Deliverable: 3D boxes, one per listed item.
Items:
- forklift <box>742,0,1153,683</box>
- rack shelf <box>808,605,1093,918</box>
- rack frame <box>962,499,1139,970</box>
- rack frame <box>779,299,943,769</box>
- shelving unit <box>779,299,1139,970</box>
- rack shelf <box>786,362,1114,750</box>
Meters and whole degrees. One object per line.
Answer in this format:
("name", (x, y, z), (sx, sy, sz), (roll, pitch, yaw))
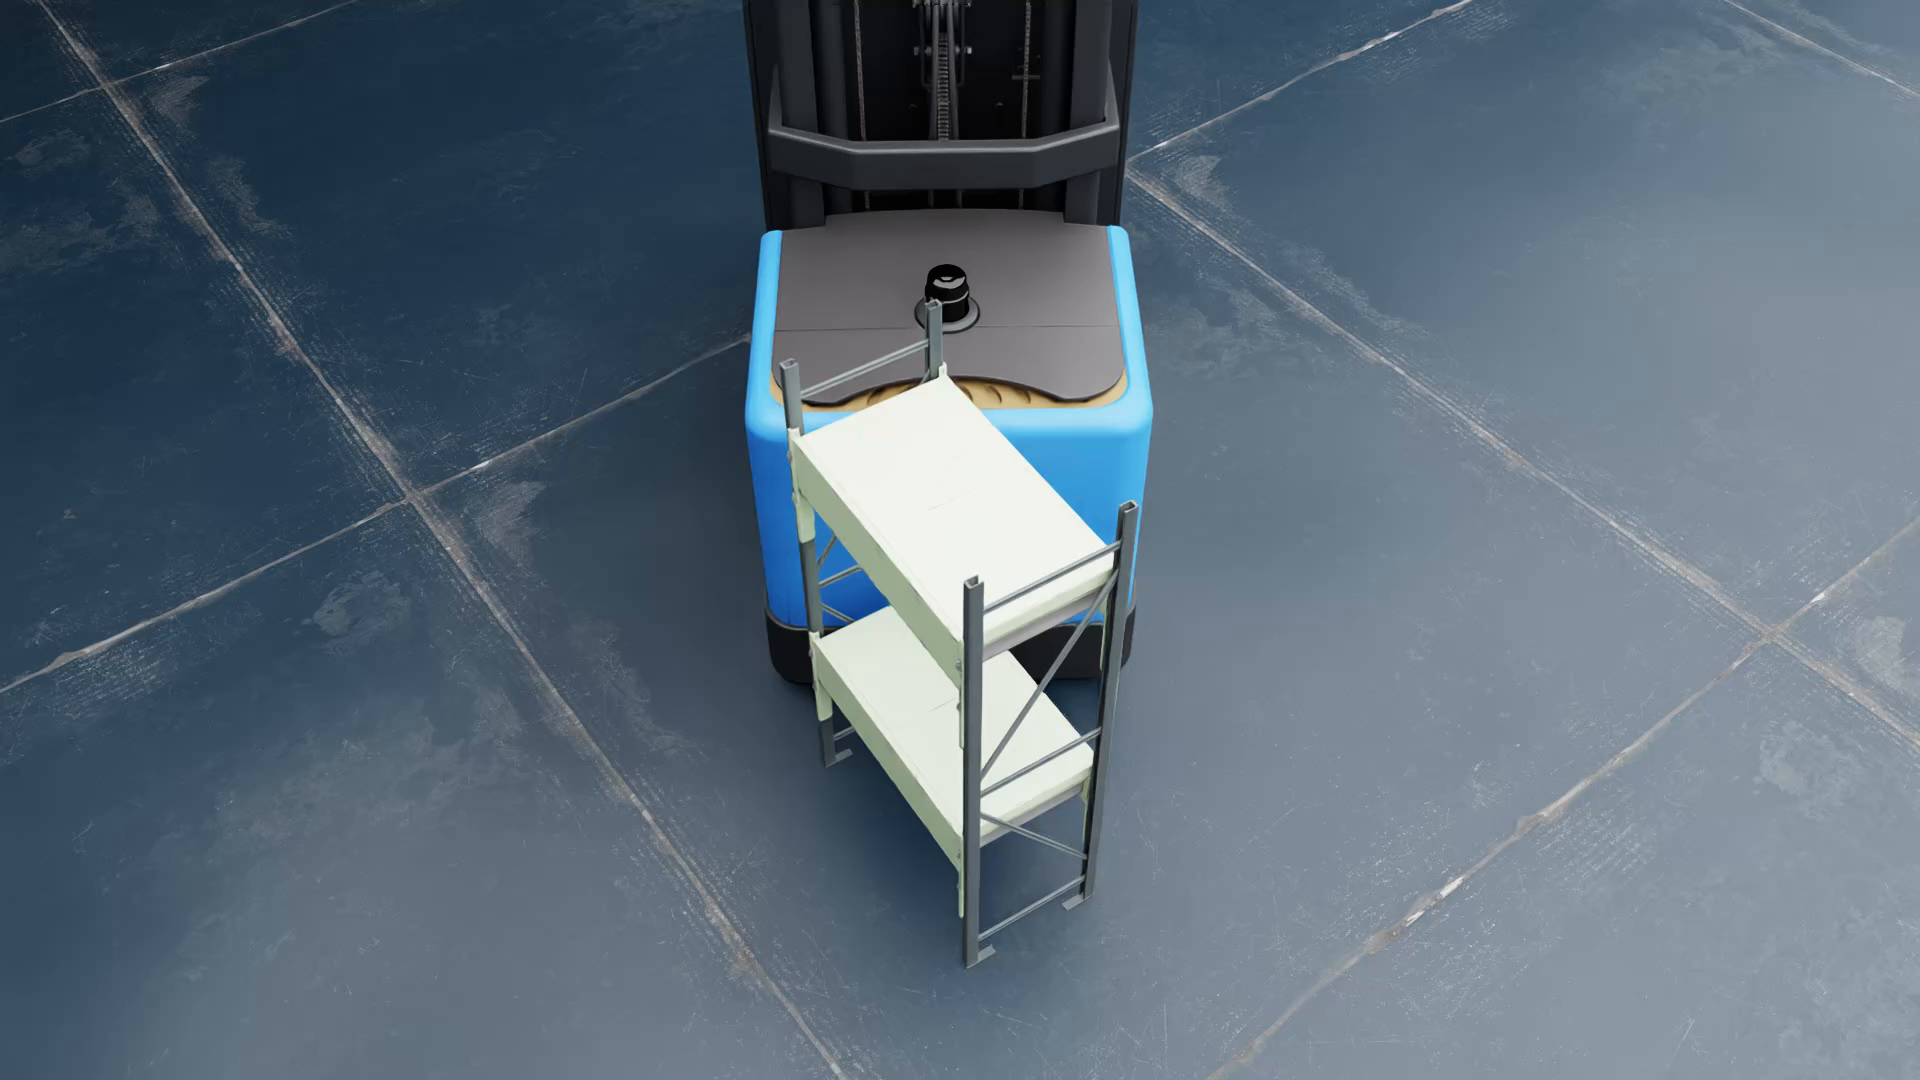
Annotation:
("forklift", (-0.058, -1.654, 4.771), (1.130, 2.935, 3.031), (-1, 48, -1))
("rack shelf", (-0.017, 0.500, 4.225), (0.431, 0.370, 0.720), (-25, 53, -21))
("rack frame", (0.180, 0.509, 3.776), (0.400, 1.500, 0.023), (-25, 53, -21))
("rack frame", (-0.214, 0.052, 4.190), (0.400, 1.500, 0.023), (-25, 53, -21))
("shelving unit", (-0.017, 0.281, 3.983), (0.431, 1.500, 0.755), (-25, 53, -21))
("rack shelf", (-0.017, 0.019, 3.694), (0.431, 0.370, 0.720), (-25, 53, -21))
